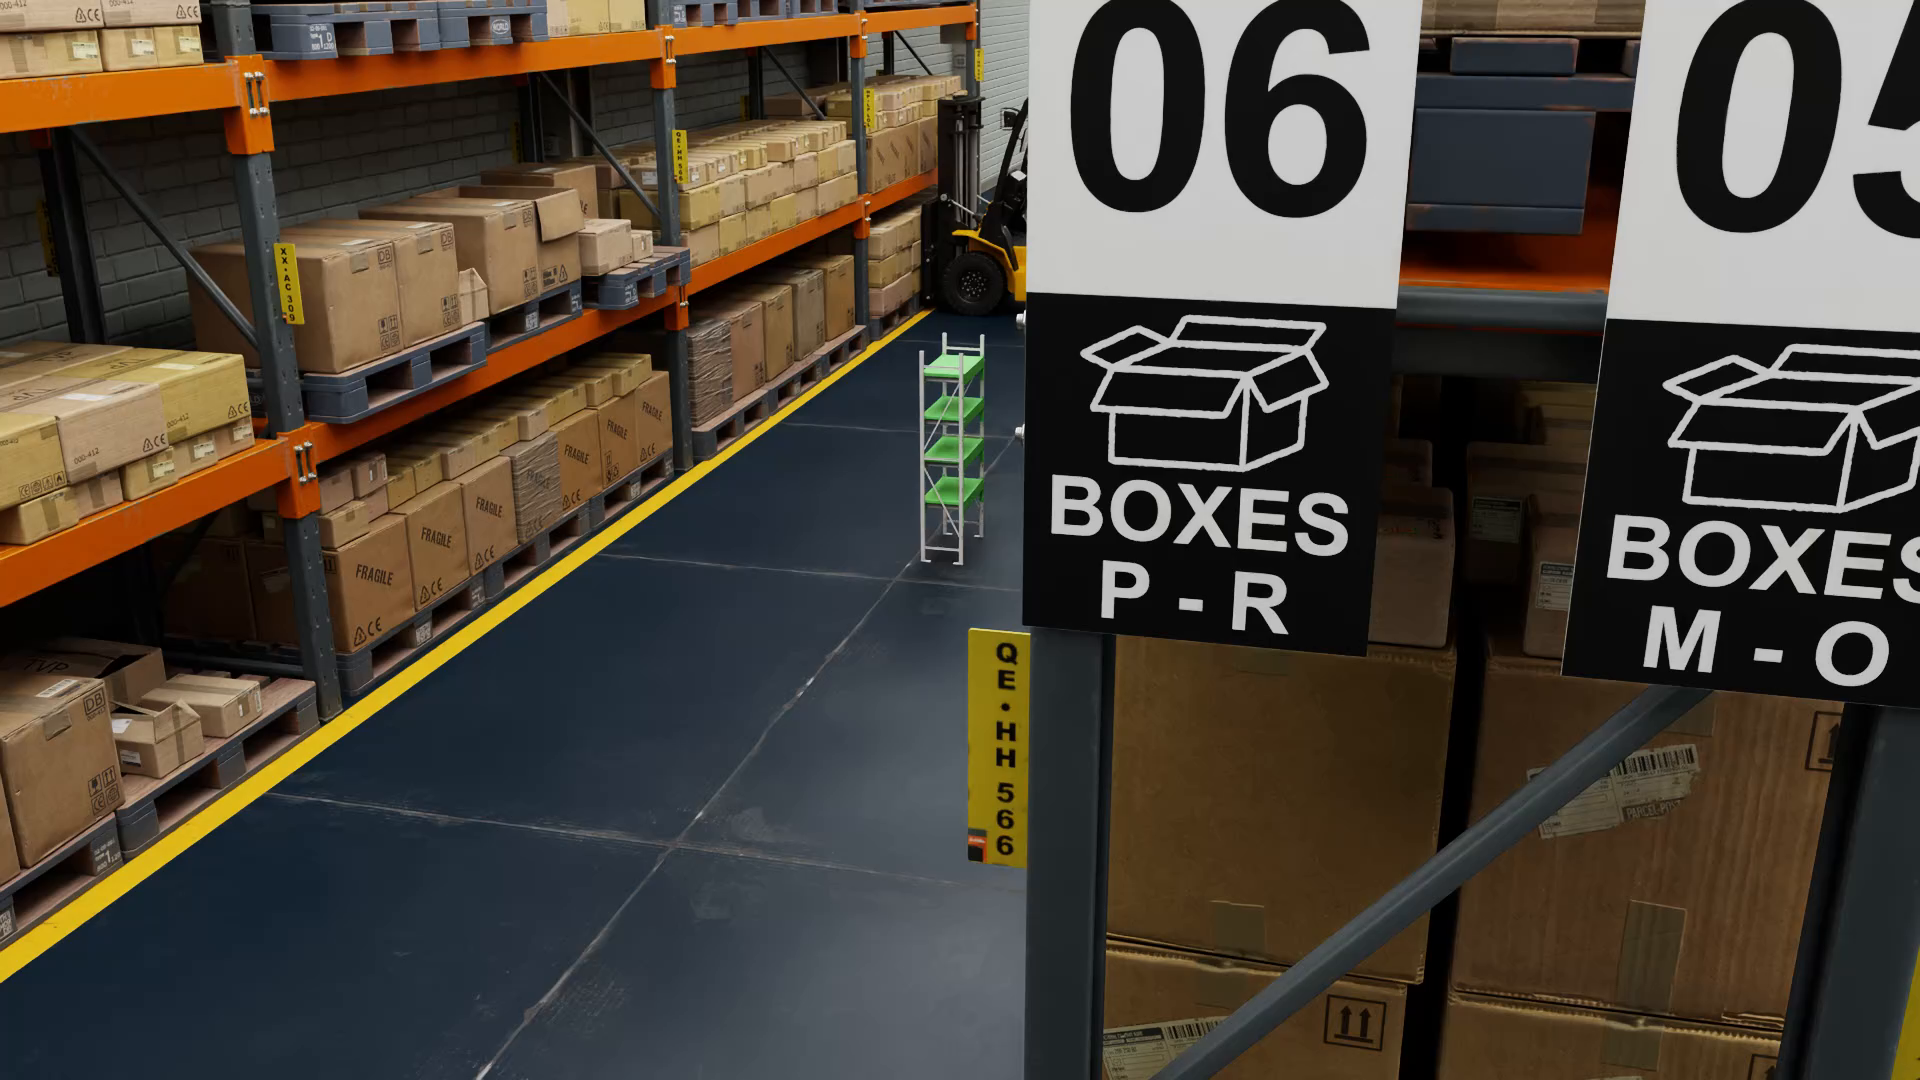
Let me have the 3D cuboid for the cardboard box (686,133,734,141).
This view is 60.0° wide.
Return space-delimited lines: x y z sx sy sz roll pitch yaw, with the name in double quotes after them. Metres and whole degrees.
-1.957 -3.043 12.797 0.380 0.149 0.250 5 19 13 "cardboard box"

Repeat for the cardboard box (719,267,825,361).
-1.614 -1.845 13.473 0.875 0.625 0.625 4 19 13 "cardboard box"

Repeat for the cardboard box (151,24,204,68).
-3.056 -1.834 6.165 0.380 0.149 0.250 5 19 13 "cardboard box"

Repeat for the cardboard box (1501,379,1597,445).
1.154 -0.186 2.886 0.380 0.149 0.250 4 19 12 "cardboard box"

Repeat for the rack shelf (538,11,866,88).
-1.789 -3.629 12.145 1.077 0.370 4.000 5 19 13 "rack shelf"

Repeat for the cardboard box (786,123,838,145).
-1.214 -3.324 13.622 0.380 0.149 0.250 4 19 13 "cardboard box"

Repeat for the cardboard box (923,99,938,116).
-0.426 -4.250 16.332 0.380 0.149 0.250 5 19 14 "cardboard box"

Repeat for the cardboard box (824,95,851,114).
-0.976 -3.839 14.668 0.380 0.149 0.250 5 19 14 "cardboard box"

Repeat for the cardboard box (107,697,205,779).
-3.193 0.735 6.475 0.396 0.266 0.258 5 20 15 "cardboard box"

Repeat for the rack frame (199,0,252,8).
-3.255 -3.509 6.038 1.000 3.000 0.127 5 19 13 "rack frame"

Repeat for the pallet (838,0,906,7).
-1.117 -4.824 14.667 1.003 0.211 1.213 5 19 13 "pallet"

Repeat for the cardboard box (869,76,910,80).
-0.738 -4.759 17.362 0.380 0.149 0.250 5 20 15 "cardboard box"

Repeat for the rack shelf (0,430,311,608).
-3.744 0.298 5.288 1.077 0.370 4.000 5 19 13 "rack shelf"

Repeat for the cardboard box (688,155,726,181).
-1.812 -2.521 11.268 0.380 0.149 0.250 5 20 15 "cardboard box"

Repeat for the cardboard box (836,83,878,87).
-1.018 -4.355 16.178 0.380 0.149 0.250 5 19 14 "cardboard box"

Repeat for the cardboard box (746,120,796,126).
-1.594 -3.438 13.955 0.380 0.149 0.250 4 19 12 "cardboard box"

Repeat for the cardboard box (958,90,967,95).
-0.136 -4.654 17.515 0.380 0.149 0.250 5 19 14 "cardboard box"

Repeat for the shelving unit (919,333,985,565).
-0.040 -0.516 9.342 0.258 1.200 0.503 5 19 13 "shelving unit"

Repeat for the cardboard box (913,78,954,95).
-0.274 -4.633 16.993 0.380 0.149 0.250 5 20 15 "cardboard box"

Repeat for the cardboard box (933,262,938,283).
-0.498 -2.680 16.498 0.500 0.250 0.500 5 20 15 "cardboard box"

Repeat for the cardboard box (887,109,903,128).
-0.737 -3.847 15.152 0.380 0.149 0.250 5 20 15 "cardboard box"

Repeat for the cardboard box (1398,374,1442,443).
0.730 -0.302 3.225 0.380 0.149 0.250 4 19 13 "cardboard box"

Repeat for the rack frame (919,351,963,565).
-0.100 -0.439 9.118 0.240 1.200 0.015 5 19 13 "rack frame"

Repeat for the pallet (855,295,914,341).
-1.065 -2.103 15.519 1.003 0.211 1.213 5 19 13 "pallet"

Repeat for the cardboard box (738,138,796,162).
-1.442 -2.915 12.422 0.380 0.149 0.250 4 19 12 "cardboard box"

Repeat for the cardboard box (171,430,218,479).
-3.131 -0.348 6.453 0.380 0.149 0.250 5 20 15 "cardboard box"

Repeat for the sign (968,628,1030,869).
0.059 0.268 2.105 0.100 0.325 0.005 5 19 13 "sign"

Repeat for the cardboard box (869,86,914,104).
-0.653 -4.238 15.837 0.380 0.149 0.250 5 19 14 "cardboard box"

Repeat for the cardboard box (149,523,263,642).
-3.422 0.137 7.862 0.500 0.500 0.500 5 19 13 "cardboard box"

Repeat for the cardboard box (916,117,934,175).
-0.561 -3.822 16.082 0.500 0.500 0.500 5 19 14 "cardboard box"

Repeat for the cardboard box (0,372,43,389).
-3.754 -0.448 6.130 0.500 0.250 0.500 4 19 13 "cardboard box"

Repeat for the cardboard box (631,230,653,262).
-2.066 -1.767 9.959 0.380 0.149 0.250 5 19 14 "cardboard box"

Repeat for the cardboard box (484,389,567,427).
-2.465 -0.747 9.448 0.380 0.149 0.250 4 19 13 "cardboard box"

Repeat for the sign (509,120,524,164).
-2.817 -2.514 10.616 0.100 0.325 0.005 5 19 13 "sign"

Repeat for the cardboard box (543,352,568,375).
-2.707 -1.107 10.503 0.380 0.149 0.250 6 20 16 "cardboard box"

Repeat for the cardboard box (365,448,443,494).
-2.811 -0.345 8.271 0.380 0.149 0.250 4 19 12 "cardboard box"

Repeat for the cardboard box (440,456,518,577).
-2.672 -0.143 8.683 0.500 0.500 0.500 4 19 12 "cardboard box"

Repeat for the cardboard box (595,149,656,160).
-2.324 -2.645 11.633 0.380 0.149 0.250 4 19 12 "cardboard box"

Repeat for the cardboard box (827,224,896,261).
-0.878 -2.675 14.935 0.500 0.250 0.500 4 19 13 "cardboard box"

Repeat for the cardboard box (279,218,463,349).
-2.793 -1.212 7.791 0.700 0.500 0.500 5 19 14 "cardboard box"

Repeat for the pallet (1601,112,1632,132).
1.049 -1.019 3.528 1.003 0.211 1.213 5 19 13 "pallet"

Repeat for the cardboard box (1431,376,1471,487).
1.334 -0.154 3.797 0.500 0.500 0.500 5 19 14 "cardboard box"

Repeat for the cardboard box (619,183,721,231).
-1.908 -2.207 10.966 0.500 0.250 0.500 5 19 13 "cardboard box"

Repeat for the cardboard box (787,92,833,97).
-1.362 -3.955 15.009 0.380 0.149 0.250 4 19 13 "cardboard box"

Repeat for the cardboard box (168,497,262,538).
-3.445 -0.130 7.643 0.380 0.149 0.250 4 19 11 "cardboard box"

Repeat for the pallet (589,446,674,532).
-2.497 -0.373 10.452 1.003 0.211 1.213 5 19 13 "pallet"

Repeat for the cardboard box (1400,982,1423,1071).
1.074 0.639 3.021 0.500 0.500 0.500 4 19 13 "cardboard box"

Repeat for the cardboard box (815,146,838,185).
-1.291 -3.007 13.308 0.500 0.250 0.500 4 19 12 "cardboard box"

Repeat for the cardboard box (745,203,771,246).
-1.686 -2.291 11.987 0.500 0.250 0.500 4 19 12 "cardboard box"

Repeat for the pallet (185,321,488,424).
-2.954 -0.821 7.746 1.003 0.211 1.213 5 19 13 "pallet"

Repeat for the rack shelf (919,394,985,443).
-0.040 -0.683 9.285 0.258 0.148 0.480 5 19 13 "rack shelf"

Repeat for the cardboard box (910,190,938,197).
-0.252 -3.472 17.269 0.500 0.250 0.500 5 19 14 "cardboard box"

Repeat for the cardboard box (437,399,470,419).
-2.971 -0.698 9.304 0.380 0.149 0.250 5 19 14 "cardboard box"
